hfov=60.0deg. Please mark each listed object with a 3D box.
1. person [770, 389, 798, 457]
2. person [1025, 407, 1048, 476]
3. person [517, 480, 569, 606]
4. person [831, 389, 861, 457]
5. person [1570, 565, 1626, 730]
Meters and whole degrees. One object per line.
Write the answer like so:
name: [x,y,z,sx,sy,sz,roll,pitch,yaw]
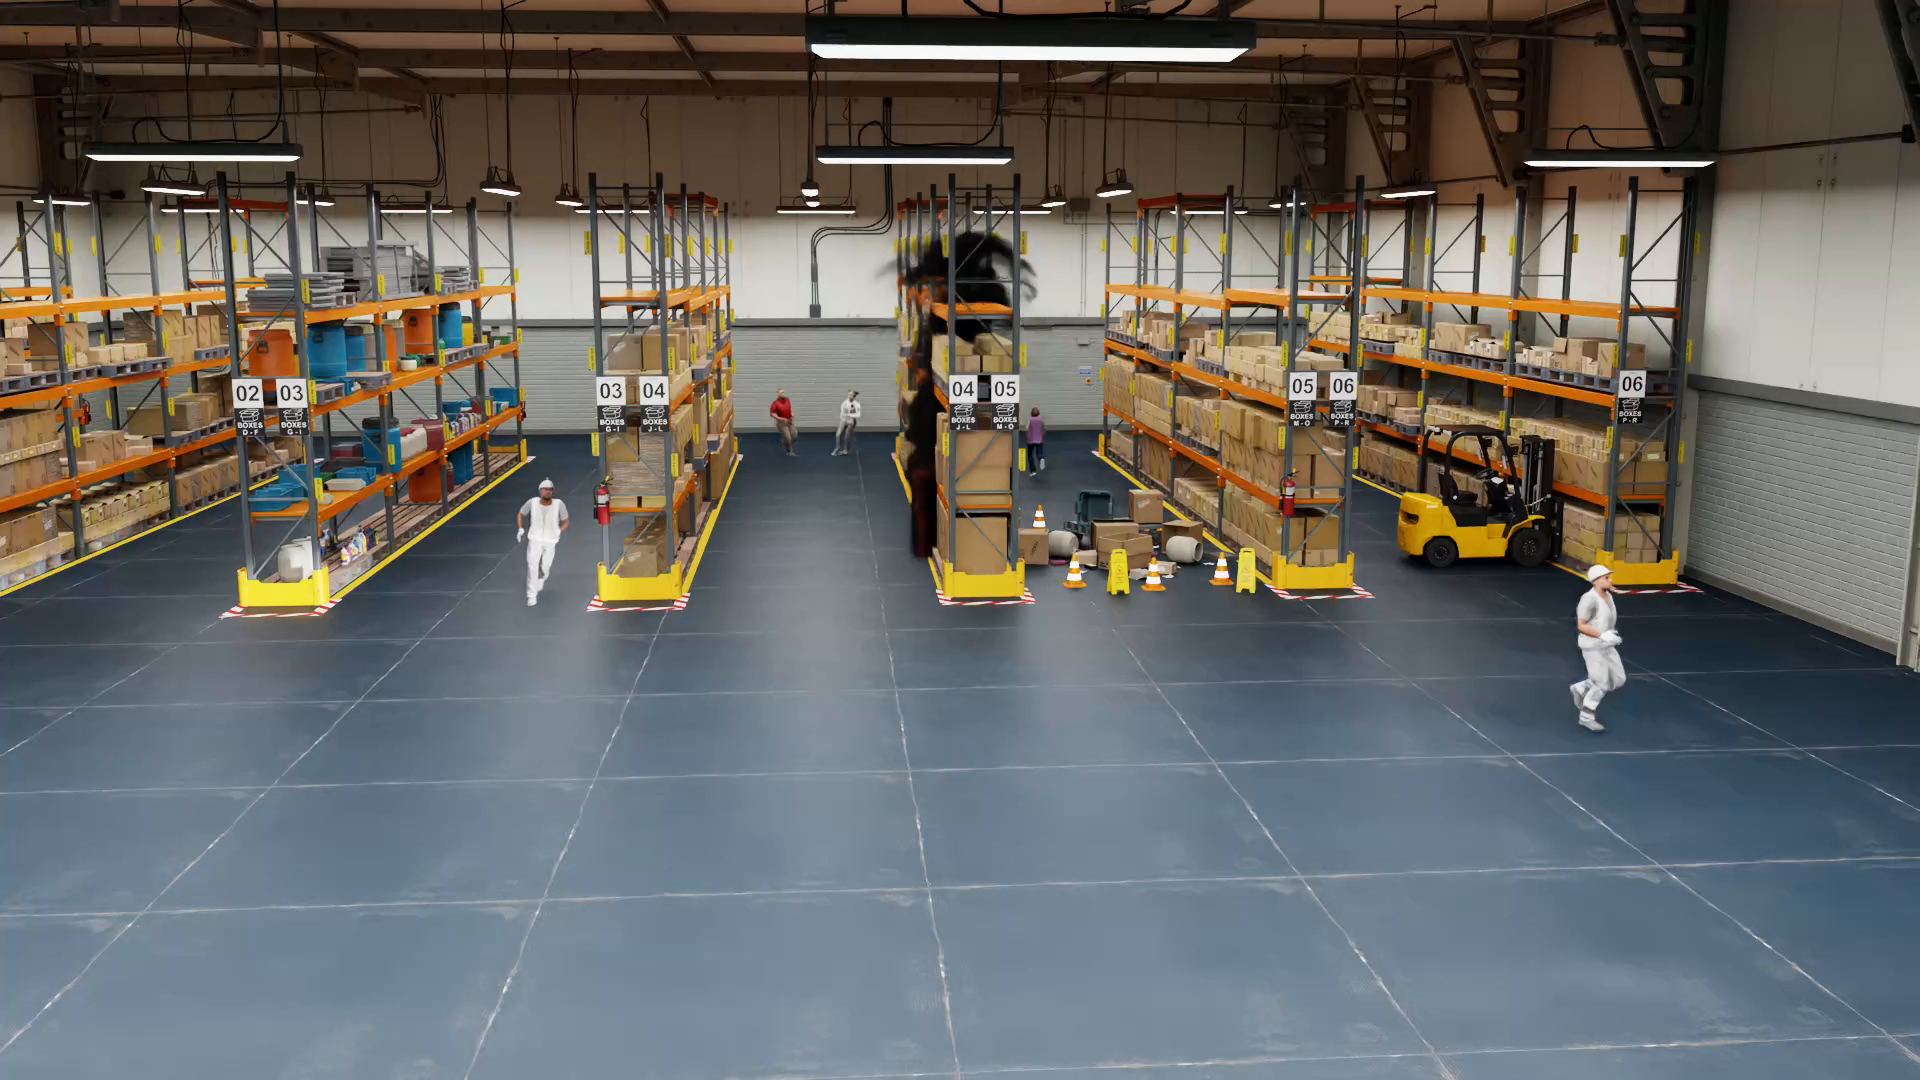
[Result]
person: [-4.250,-2.810,39.923,0.740,1.635,0.604,-10,14,-44]
person: [1.659,-2.127,36.390,0.538,1.569,0.805,-2,10,-11]
person: [-5.937,0.007,23.709,0.730,1.747,0.842,-2,10,-13]
person: [-2.718,-2.817,40.029,0.763,1.644,0.698,3,11,18]
person: [6.648,1.120,17.352,0.672,1.745,0.609,-10,14,-43]
